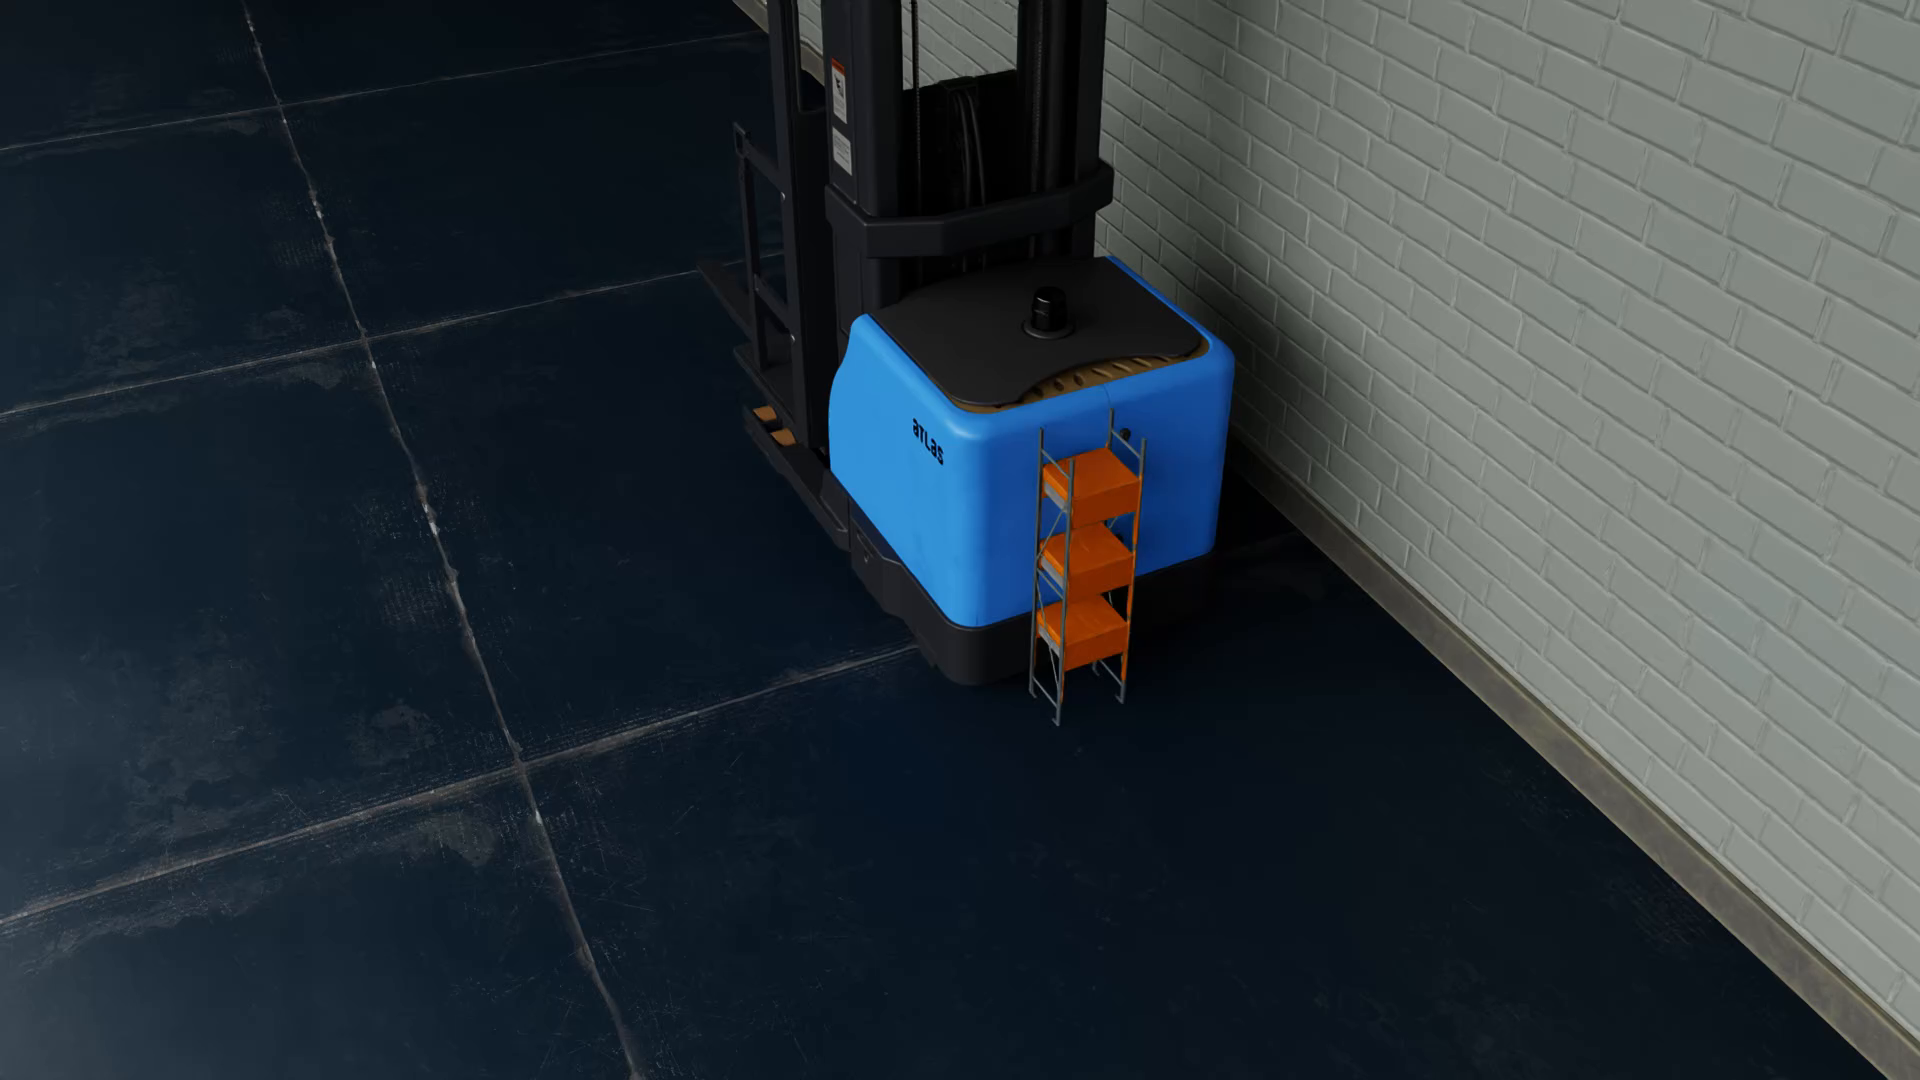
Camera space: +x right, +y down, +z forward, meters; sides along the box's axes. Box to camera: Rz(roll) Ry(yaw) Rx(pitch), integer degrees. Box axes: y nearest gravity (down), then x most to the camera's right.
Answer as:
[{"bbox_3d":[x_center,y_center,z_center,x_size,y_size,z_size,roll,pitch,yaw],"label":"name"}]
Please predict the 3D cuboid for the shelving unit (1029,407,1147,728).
[{"bbox_3d":[0.390,0.105,5.226,0.252,1.050,0.215,-17,40,-21],"label":"shelving unit"}]

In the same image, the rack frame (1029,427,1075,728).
[{"bbox_3d":[0.281,0.138,5.181,0.008,1.050,0.200,-17,40,-21],"label":"rack frame"}]

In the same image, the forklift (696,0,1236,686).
[{"bbox_3d":[-0.221,-1.561,5.895,1.130,2.935,3.031,-17,40,-21],"label":"forklift"}]

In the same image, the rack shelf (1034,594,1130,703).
[{"bbox_3d":[0.389,0.335,5.399,0.240,0.259,0.215,-17,40,-21],"label":"rack shelf"}]

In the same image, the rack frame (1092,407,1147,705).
[{"bbox_3d":[0.499,0.072,5.270,0.008,1.050,0.200,-17,40,-21],"label":"rack frame"}]

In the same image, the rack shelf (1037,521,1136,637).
[{"bbox_3d":[0.390,0.113,5.232,0.240,0.259,0.215,-17,40,-21],"label":"rack shelf"}]

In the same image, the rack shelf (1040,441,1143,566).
[{"bbox_3d":[0.391,-0.113,5.061,0.240,0.259,0.215,-17,40,-21],"label":"rack shelf"}]
